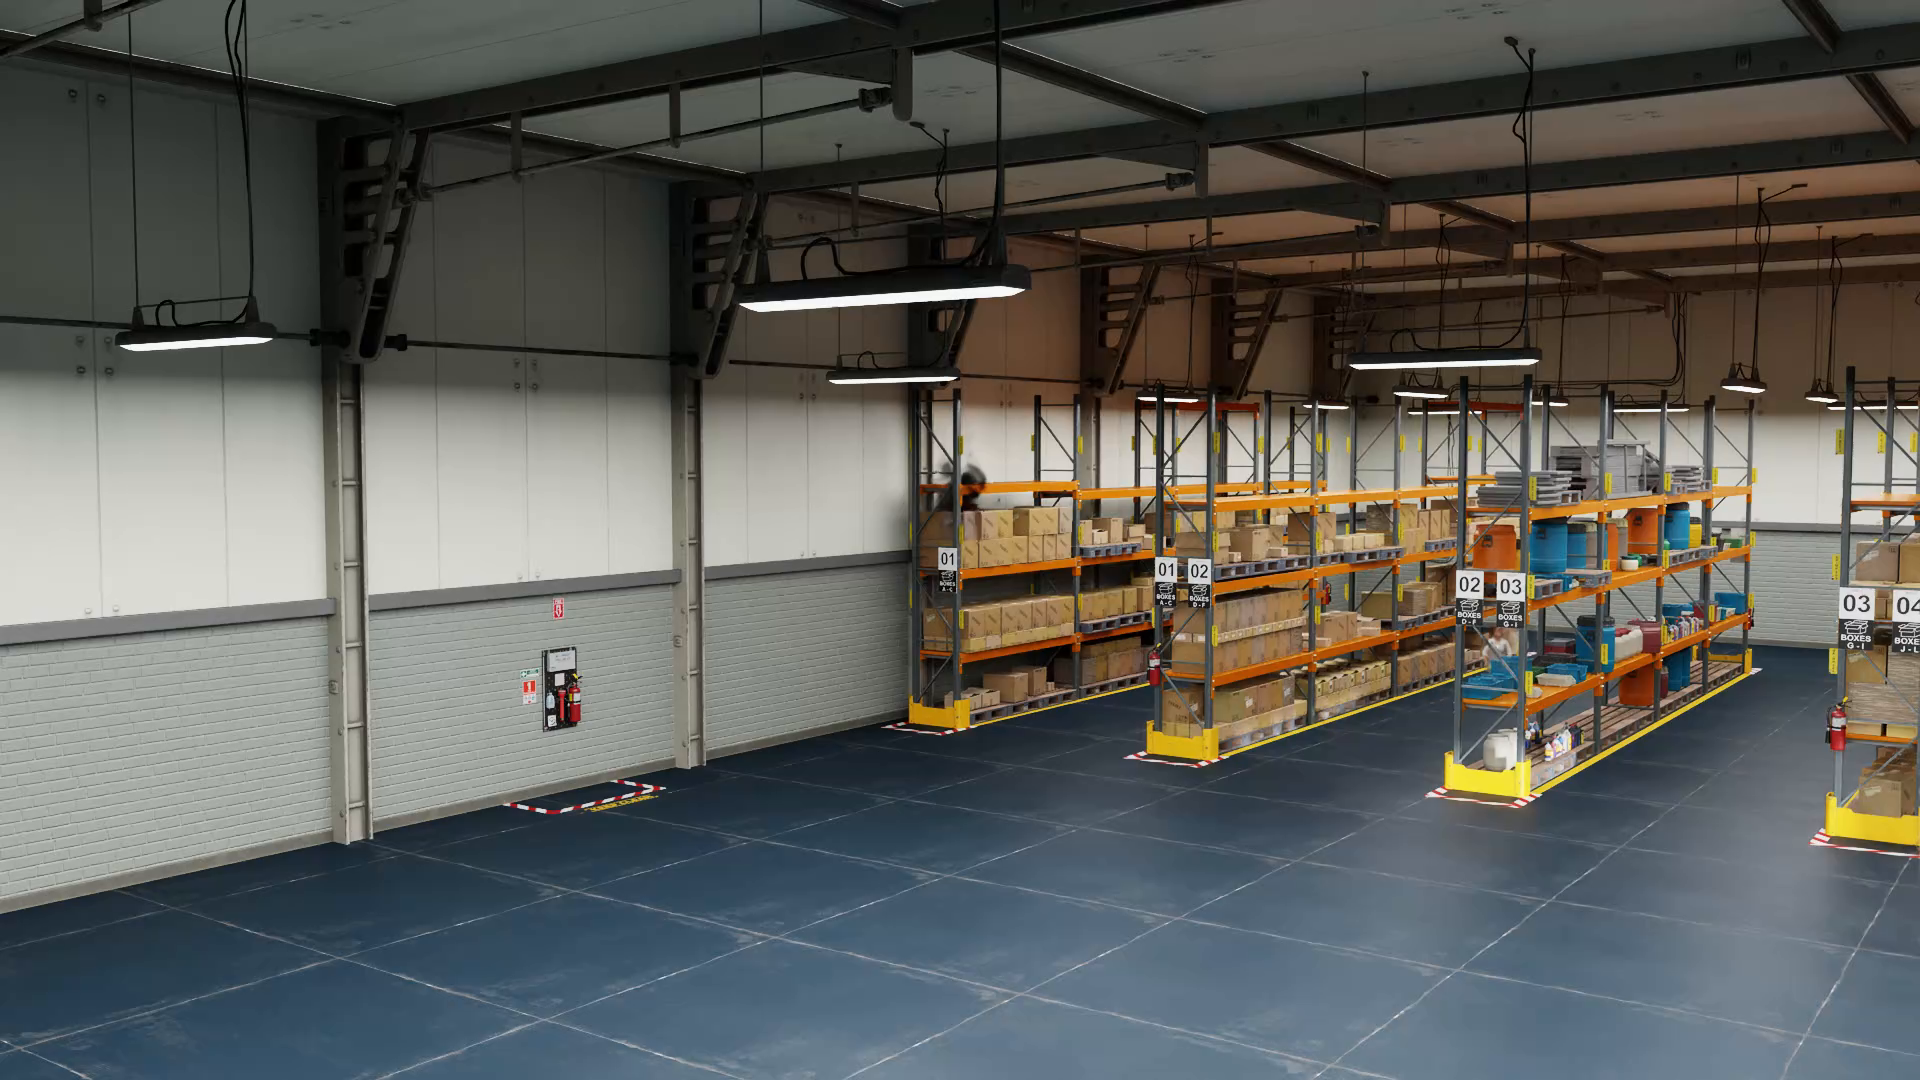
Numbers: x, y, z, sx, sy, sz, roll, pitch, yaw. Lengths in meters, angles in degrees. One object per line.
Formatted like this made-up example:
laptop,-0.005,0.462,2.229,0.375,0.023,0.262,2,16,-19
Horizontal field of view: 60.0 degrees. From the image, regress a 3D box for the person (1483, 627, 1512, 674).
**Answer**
person,10.236,2.430,31.707,0.549,1.532,0.556,1,4,22
